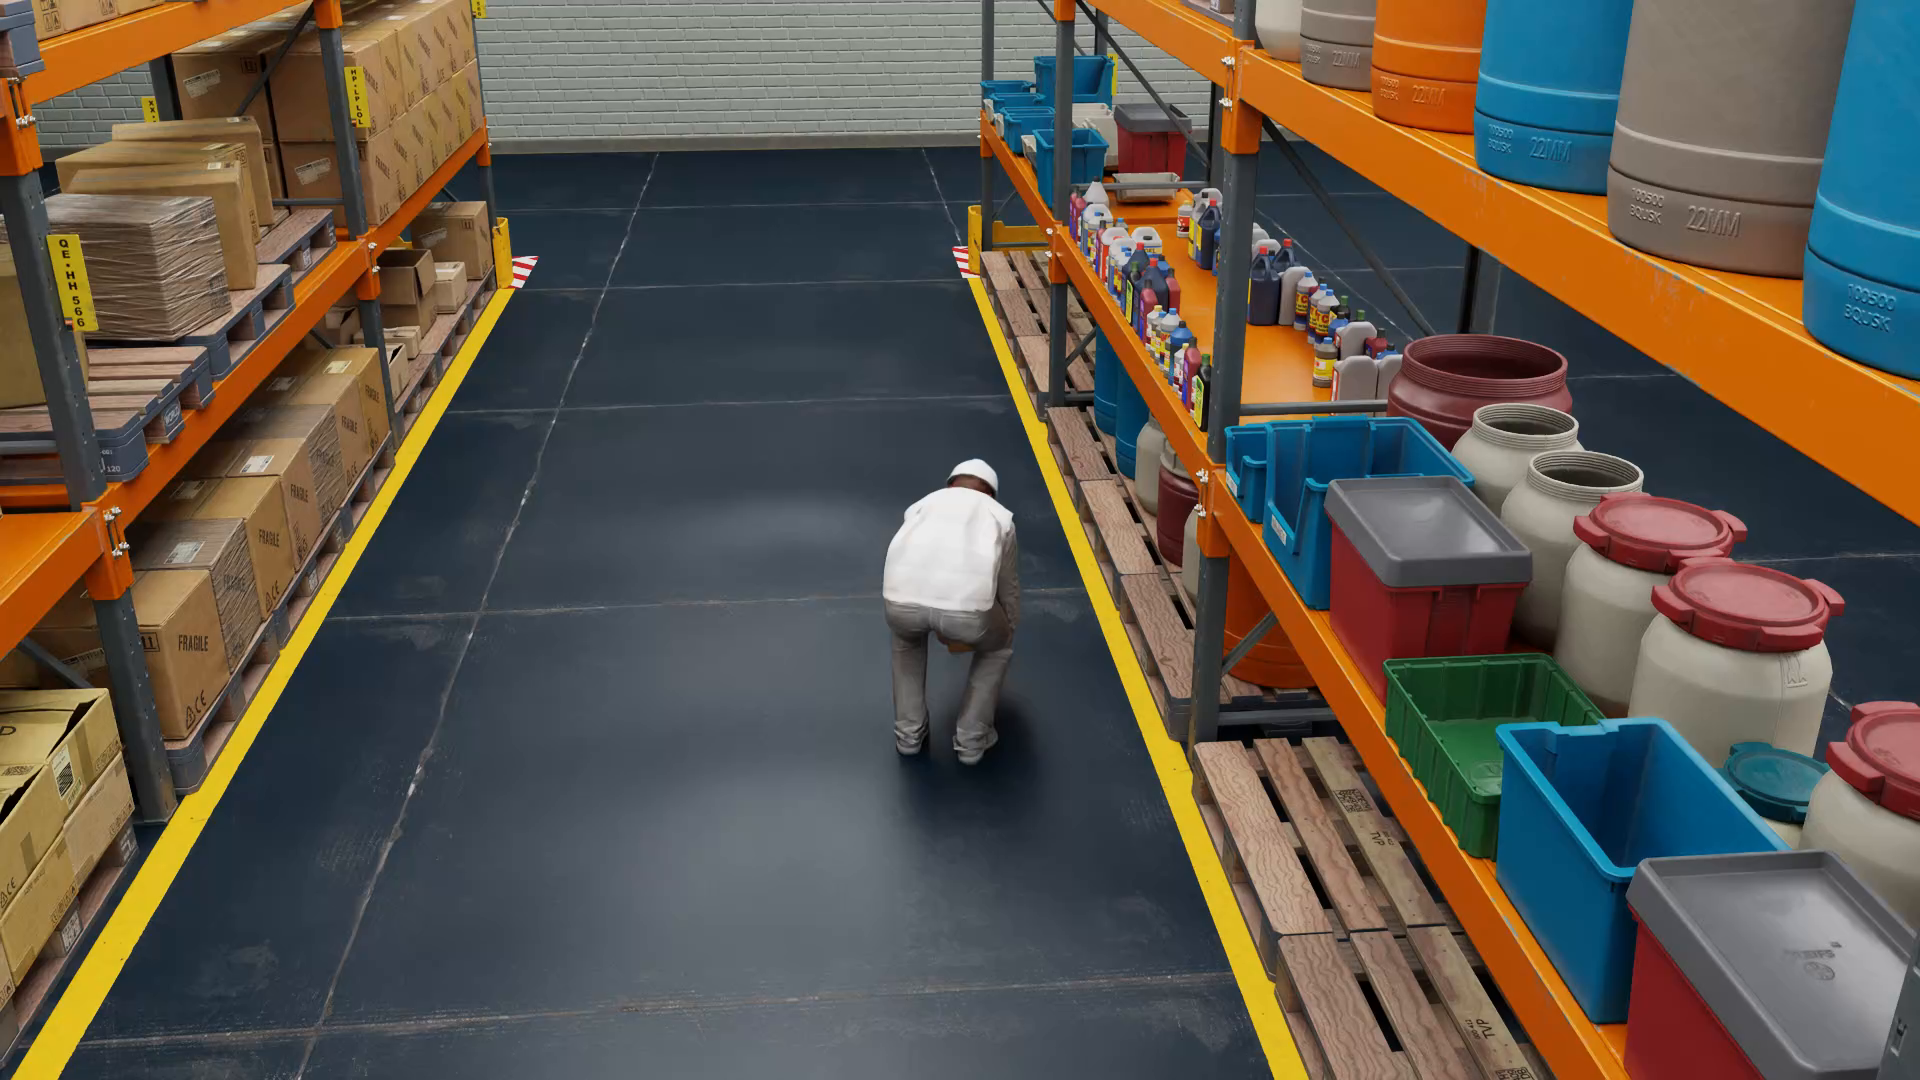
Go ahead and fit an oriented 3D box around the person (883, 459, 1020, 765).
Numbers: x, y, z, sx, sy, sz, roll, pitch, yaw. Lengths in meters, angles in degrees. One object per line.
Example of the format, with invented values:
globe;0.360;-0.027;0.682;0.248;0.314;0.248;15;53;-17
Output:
person;-0.017;0.292;6.824;0.512;1.032;0.999;5;24;12
